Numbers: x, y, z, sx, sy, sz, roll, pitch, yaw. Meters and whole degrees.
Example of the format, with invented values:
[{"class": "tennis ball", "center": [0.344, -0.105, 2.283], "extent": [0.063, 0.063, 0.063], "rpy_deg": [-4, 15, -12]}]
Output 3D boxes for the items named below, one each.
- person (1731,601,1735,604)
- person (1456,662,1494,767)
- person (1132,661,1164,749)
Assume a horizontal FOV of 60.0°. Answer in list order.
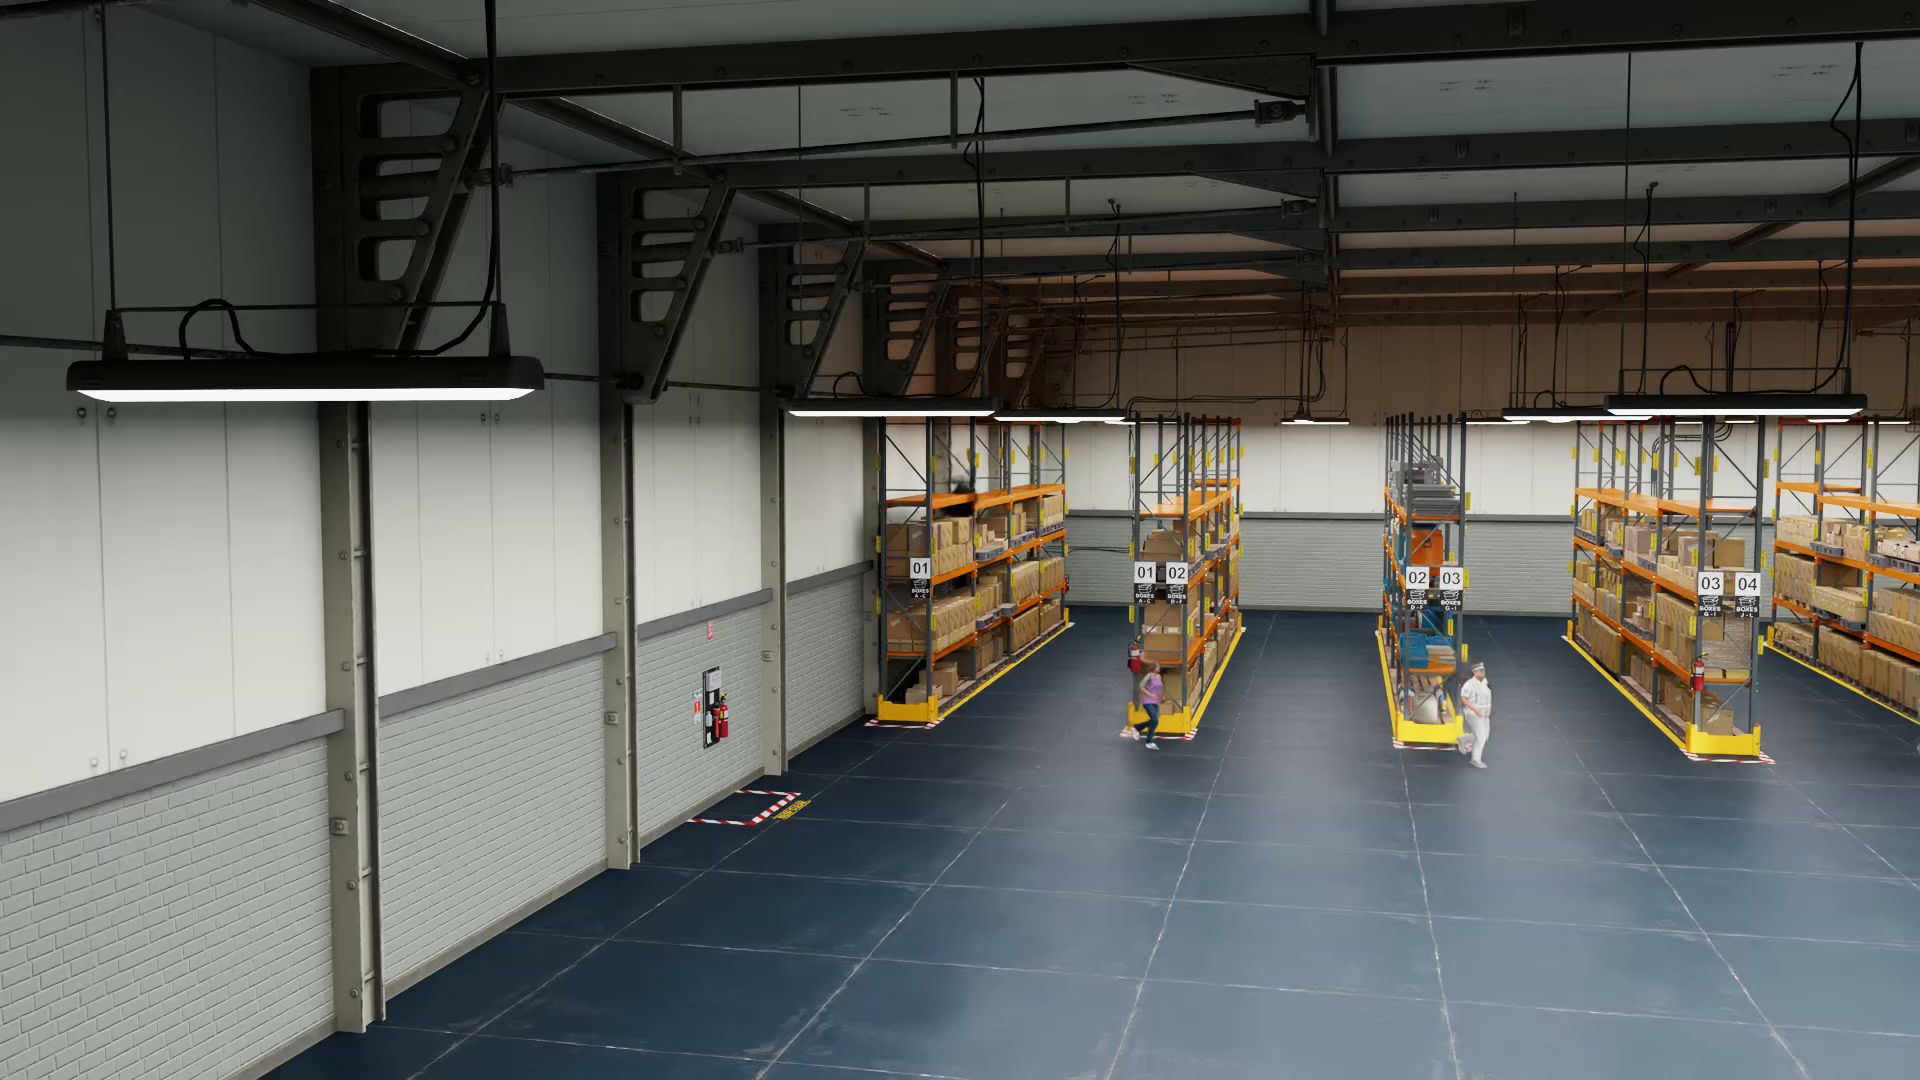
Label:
[{"class": "person", "center": [19.392, 2.059, 41.108], "extent": [0.618, 1.851, 0.798], "rpy_deg": [1, 4, 21]}, {"class": "person", "center": [8.733, 2.941, 28.291], "extent": [0.678, 1.775, 0.689], "rpy_deg": [-3, 5, -35]}, {"class": "person", "center": [3.396, 2.945, 29.920], "extent": [0.614, 1.562, 0.578], "rpy_deg": [4, 5, 43]}]
